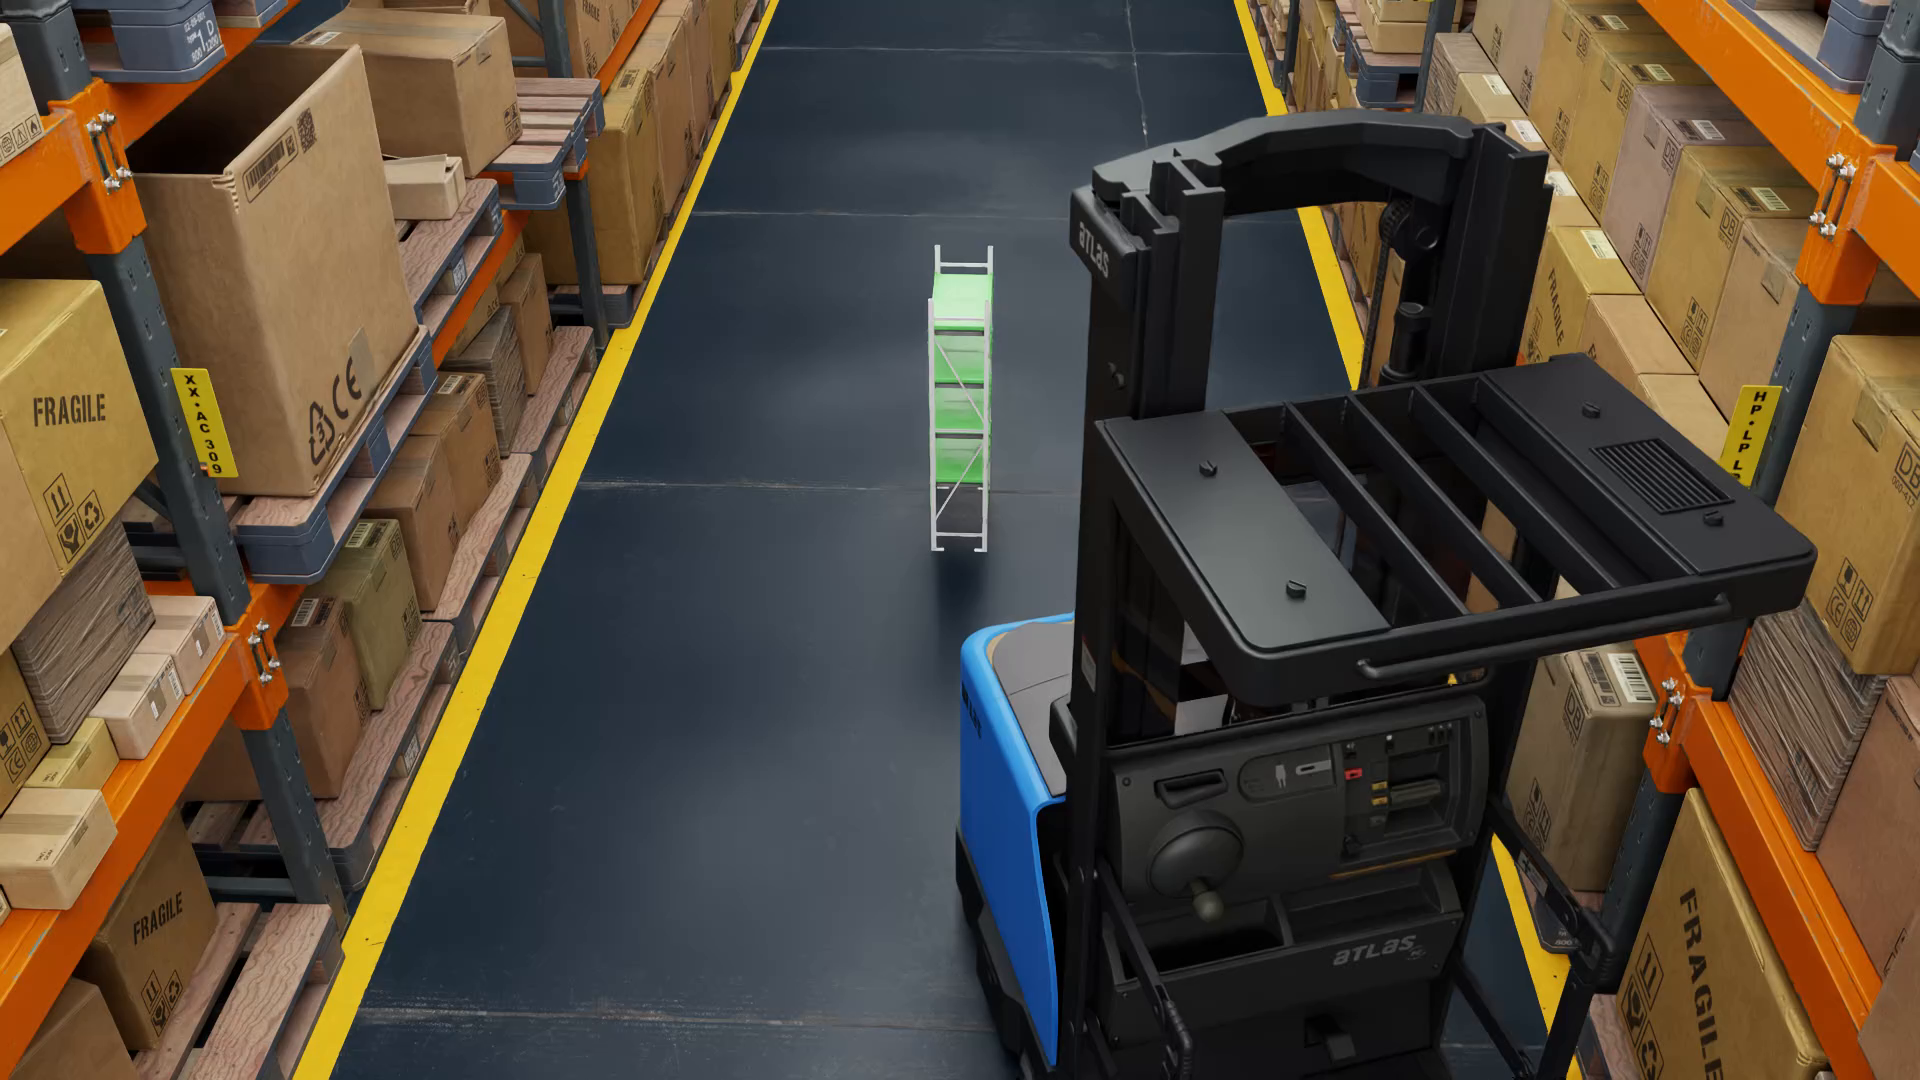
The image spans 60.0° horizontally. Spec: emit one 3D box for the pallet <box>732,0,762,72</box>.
[{"bbox_3d":[-2.075,-3.846,12.539,1.003,0.211,1.213,1,35,2],"label":"pallet"}]

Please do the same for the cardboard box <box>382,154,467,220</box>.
[{"bbox_3d":[-2.142,-1.406,6.393,0.396,0.266,0.258,0,35,1],"label":"cardboard box"}]

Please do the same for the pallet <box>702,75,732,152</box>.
[{"bbox_3d":[-2.140,-2.966,11.286,1.003,0.211,1.213,1,35,2],"label":"pallet"}]

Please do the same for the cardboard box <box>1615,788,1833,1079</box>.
[{"bbox_3d":[2.351,1.275,4.310,0.875,0.875,0.875,2,35,3],"label":"cardboard box"}]

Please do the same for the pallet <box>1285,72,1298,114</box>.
[{"bbox_3d":[2.738,-2.791,11.037,1.003,0.211,1.213,1,35,2],"label":"pallet"}]

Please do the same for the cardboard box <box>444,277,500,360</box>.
[{"bbox_3d":[-2.353,-1.027,7.242,0.500,0.250,0.500,5,35,7],"label":"cardboard box"}]

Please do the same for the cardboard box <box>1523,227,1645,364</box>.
[{"bbox_3d":[2.241,-0.710,5.565,0.500,0.500,0.500,2,35,2],"label":"cardboard box"}]

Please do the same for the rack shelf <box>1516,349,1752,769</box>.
[{"bbox_3d":[2.527,-0.637,6.174,1.077,0.370,4.000,1,35,2],"label":"rack shelf"}]

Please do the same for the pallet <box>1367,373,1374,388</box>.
[{"bbox_3d":[2.500,-0.489,7.762,1.003,0.211,1.213,1,35,2],"label":"pallet"}]

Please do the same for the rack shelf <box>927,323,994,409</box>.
[{"bbox_3d":[0.007,-0.730,6.939,0.258,0.148,0.480,1,35,2],"label":"rack shelf"}]

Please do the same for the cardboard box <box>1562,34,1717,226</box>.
[{"bbox_3d":[2.521,-1.394,5.668,0.700,0.500,0.500,1,35,1],"label":"cardboard box"}]

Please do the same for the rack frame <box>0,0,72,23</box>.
[{"bbox_3d":[-2.505,-2.410,2.853,1.000,3.000,0.127,1,35,2],"label":"rack frame"}]

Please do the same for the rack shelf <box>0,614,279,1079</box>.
[{"bbox_3d":[-2.586,1.488,3.150,1.077,0.370,4.000,1,35,2],"label":"rack shelf"}]

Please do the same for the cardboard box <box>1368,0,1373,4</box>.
[{"bbox_3d":[2.181,-2.719,8.105,0.380,0.149,0.250,3,35,4],"label":"cardboard box"}]

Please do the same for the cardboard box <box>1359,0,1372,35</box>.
[{"bbox_3d":[2.179,-2.587,8.175,0.380,0.149,0.250,1,35,2],"label":"cardboard box"}]

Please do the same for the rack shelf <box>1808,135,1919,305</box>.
[{"bbox_3d":[2.366,0.433,2.041,1.077,0.370,4.000,1,35,2],"label":"rack shelf"}]

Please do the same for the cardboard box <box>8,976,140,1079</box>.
[{"bbox_3d":[-2.577,1.454,4.382,0.500,0.500,0.500,12,37,17],"label":"cardboard box"}]

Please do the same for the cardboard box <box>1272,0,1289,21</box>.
[{"bbox_3d":[2.461,-3.850,11.975,0.380,0.149,0.250,0,35,0],"label":"cardboard box"}]

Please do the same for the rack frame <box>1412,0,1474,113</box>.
[{"bbox_3d":[2.607,-2.081,7.602,1.000,3.000,0.127,1,35,2],"label":"rack frame"}]

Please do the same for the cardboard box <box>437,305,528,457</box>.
[{"bbox_3d":[-2.361,-0.706,7.438,0.700,0.500,0.500,-1,35,-2],"label":"cardboard box"}]

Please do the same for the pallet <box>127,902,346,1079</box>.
[{"bbox_3d":[-2.497,1.572,4.829,1.003,0.211,1.213,1,35,2],"label":"pallet"}]

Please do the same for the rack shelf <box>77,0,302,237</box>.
[{"bbox_3d":[-2.425,-2.037,5.557,1.077,0.370,4.000,1,35,2],"label":"rack shelf"}]

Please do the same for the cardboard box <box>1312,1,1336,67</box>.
[{"bbox_3d":[2.455,-3.110,10.224,0.500,0.250,0.500,2,35,3],"label":"cardboard box"}]

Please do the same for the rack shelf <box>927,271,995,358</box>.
[{"bbox_3d":[0.007,-0.926,6.801,0.258,0.148,0.480,1,35,2],"label":"rack shelf"}]

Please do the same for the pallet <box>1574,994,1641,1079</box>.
[{"bbox_3d":[2.338,1.793,4.515,1.003,0.211,1.213,1,35,2],"label":"pallet"}]

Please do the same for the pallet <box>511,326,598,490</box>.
[{"bbox_3d":[-2.378,-0.664,8.011,1.003,0.211,1.213,1,35,2],"label":"pallet"}]

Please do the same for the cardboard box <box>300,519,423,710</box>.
[{"bbox_3d":[-2.421,0.262,6.060,0.700,0.500,0.500,1,35,2],"label":"cardboard box"}]

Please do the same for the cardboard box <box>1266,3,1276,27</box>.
[{"bbox_3d":[2.483,-3.918,12.331,0.380,0.149,0.250,0,35,0],"label":"cardboard box"}]

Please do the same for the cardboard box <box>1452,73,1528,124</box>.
[{"bbox_3d":[2.302,-1.578,6.799,0.500,0.500,0.500,1,35,1],"label":"cardboard box"}]

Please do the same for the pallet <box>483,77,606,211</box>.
[{"bbox_3d":[-2.267,-1.763,7.317,1.213,0.211,1.003,1,35,2],"label":"pallet"}]

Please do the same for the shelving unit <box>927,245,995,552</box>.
[{"bbox_3d":[0.007,-0.586,7.040,0.258,1.200,0.503,1,35,2],"label":"shelving unit"}]

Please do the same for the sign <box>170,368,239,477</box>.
[{"bbox_3d":[-1.963,-0.301,4.317,0.100,0.325,0.005,1,35,2],"label":"sign"}]

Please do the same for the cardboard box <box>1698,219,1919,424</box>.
[{"bbox_3d":[2.460,-0.518,4.422,0.700,0.500,0.500,1,35,1],"label":"cardboard box"}]

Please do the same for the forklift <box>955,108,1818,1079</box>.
[{"bbox_3d":[0.864,0.695,3.712,1.130,2.935,3.031,-9,36,-12],"label":"forklift"}]

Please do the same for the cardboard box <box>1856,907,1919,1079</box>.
[{"bbox_3d":[2.305,0.992,3.099,0.875,0.550,0.550,1,35,2],"label":"cardboard box"}]

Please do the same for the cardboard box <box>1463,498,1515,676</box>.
[{"bbox_3d":[2.424,0.053,6.157,1.050,0.750,0.750,1,35,2],"label":"cardboard box"}]

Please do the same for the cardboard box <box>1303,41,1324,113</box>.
[{"bbox_3d":[2.453,-2.806,10.442,0.500,0.500,0.500,3,35,4],"label":"cardboard box"}]

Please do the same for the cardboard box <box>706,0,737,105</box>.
[{"bbox_3d":[-2.190,-3.486,11.084,1.225,0.875,0.875,1,35,2],"label":"cardboard box"}]

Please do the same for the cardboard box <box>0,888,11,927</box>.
[{"bbox_3d":[-2.350,0.850,3.650,0.380,0.149,0.250,1,35,2],"label":"cardboard box"}]

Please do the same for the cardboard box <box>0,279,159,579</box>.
[{"bbox_3d":[-2.249,-0.262,3.799,0.500,0.500,0.500,1,35,2],"label":"cardboard box"}]

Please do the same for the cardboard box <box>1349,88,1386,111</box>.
[{"bbox_3d":[2.382,-2.226,8.965,0.500,0.250,0.500,2,35,3],"label":"cardboard box"}]

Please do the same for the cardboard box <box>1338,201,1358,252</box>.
[{"bbox_3d":[2.397,-1.912,9.171,0.500,0.500,0.500,3,35,4],"label":"cardboard box"}]

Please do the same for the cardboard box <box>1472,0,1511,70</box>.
[{"bbox_3d":[2.579,-2.273,6.919,0.700,0.500,0.500,1,35,2],"label":"cardboard box"}]

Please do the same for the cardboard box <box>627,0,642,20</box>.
[{"bbox_3d":[-2.018,-3.158,9.048,0.500,0.500,0.500,1,35,1],"label":"cardboard box"}]

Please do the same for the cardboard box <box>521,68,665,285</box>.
[{"bbox_3d":[-2.296,-1.952,8.901,1.225,0.875,0.875,0,35,0],"label":"cardboard box"}]

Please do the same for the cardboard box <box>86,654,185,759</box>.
[{"bbox_3d":[-2.240,0.421,4.260,0.380,0.149,0.250,1,35,2],"label":"cardboard box"}]
